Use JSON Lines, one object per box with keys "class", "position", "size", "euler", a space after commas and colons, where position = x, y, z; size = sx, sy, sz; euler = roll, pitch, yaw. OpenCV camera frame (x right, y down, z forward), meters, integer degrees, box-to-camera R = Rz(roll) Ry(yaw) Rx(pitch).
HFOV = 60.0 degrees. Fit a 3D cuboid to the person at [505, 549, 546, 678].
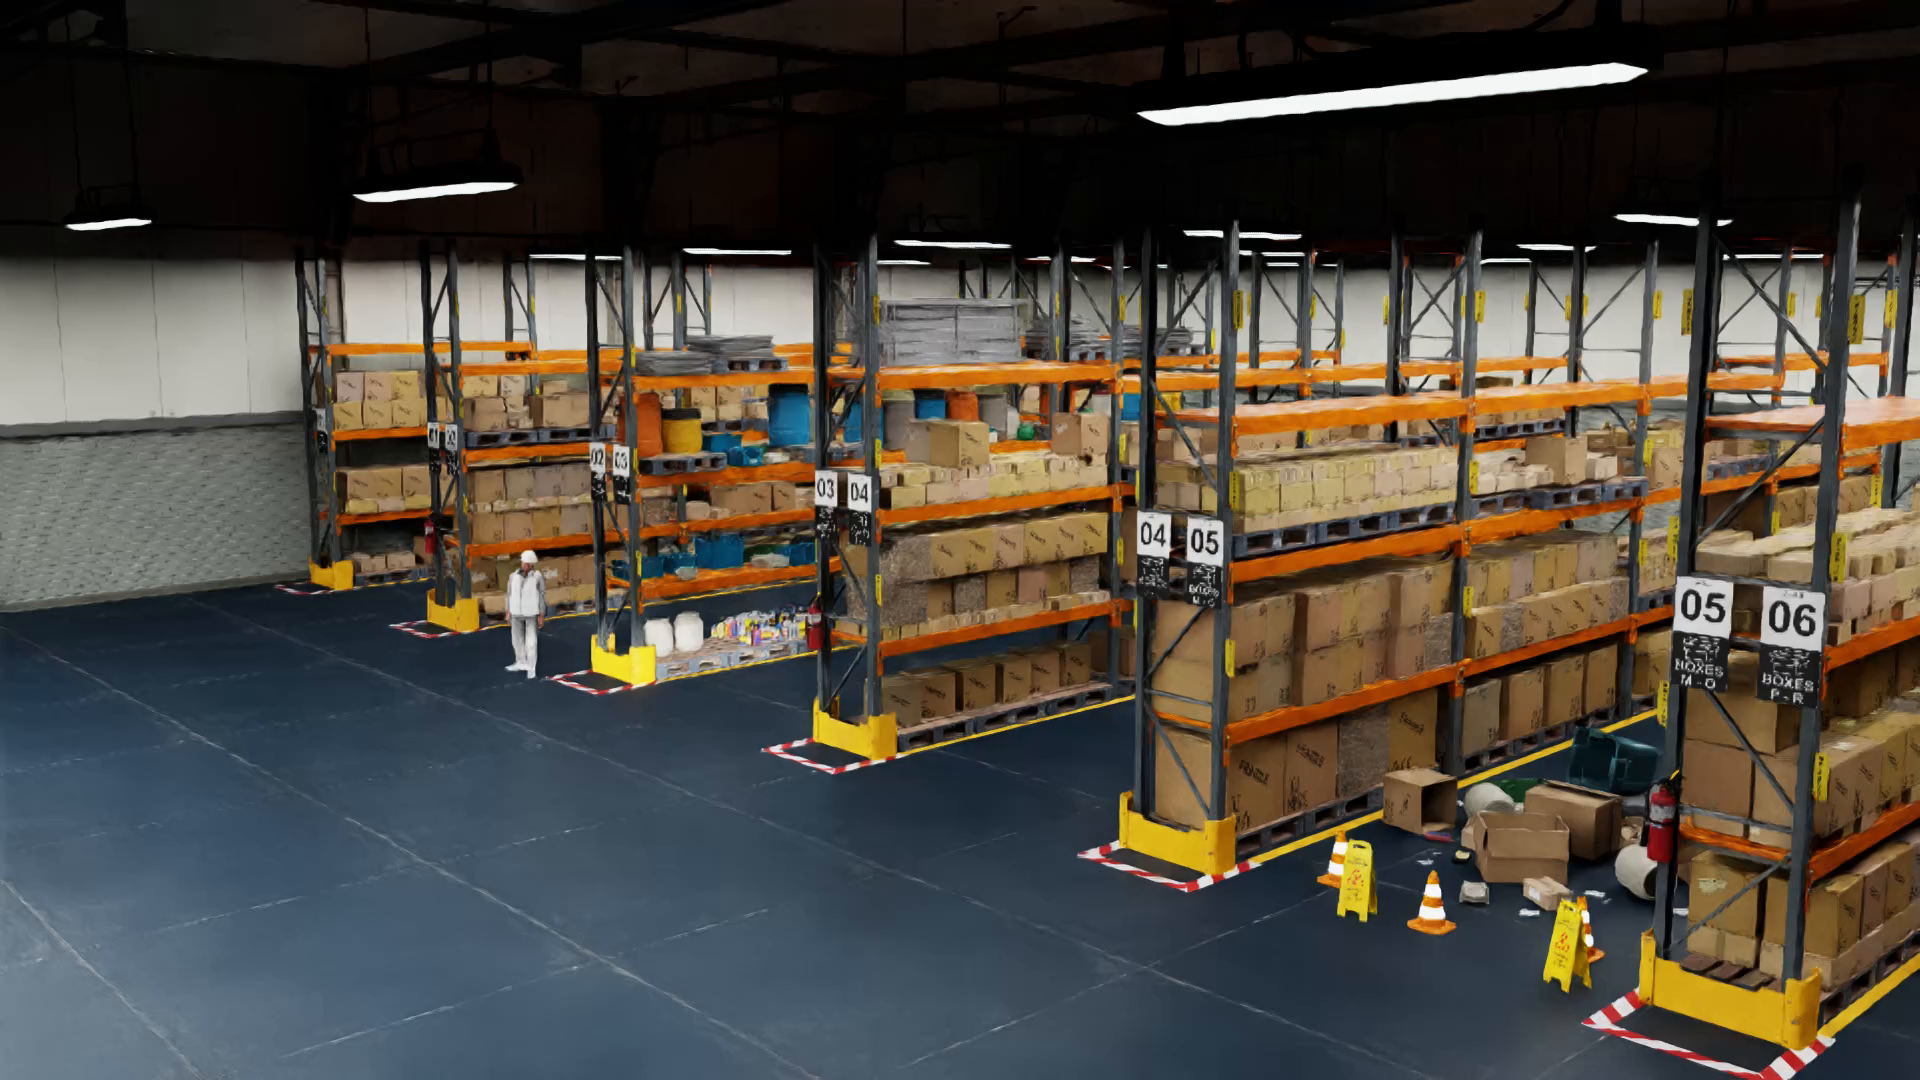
{"class": "person", "position": [-5.967, 0.983, 22.748], "size": [0.694, 1.750, 0.505], "euler": [2, 9, 11]}
